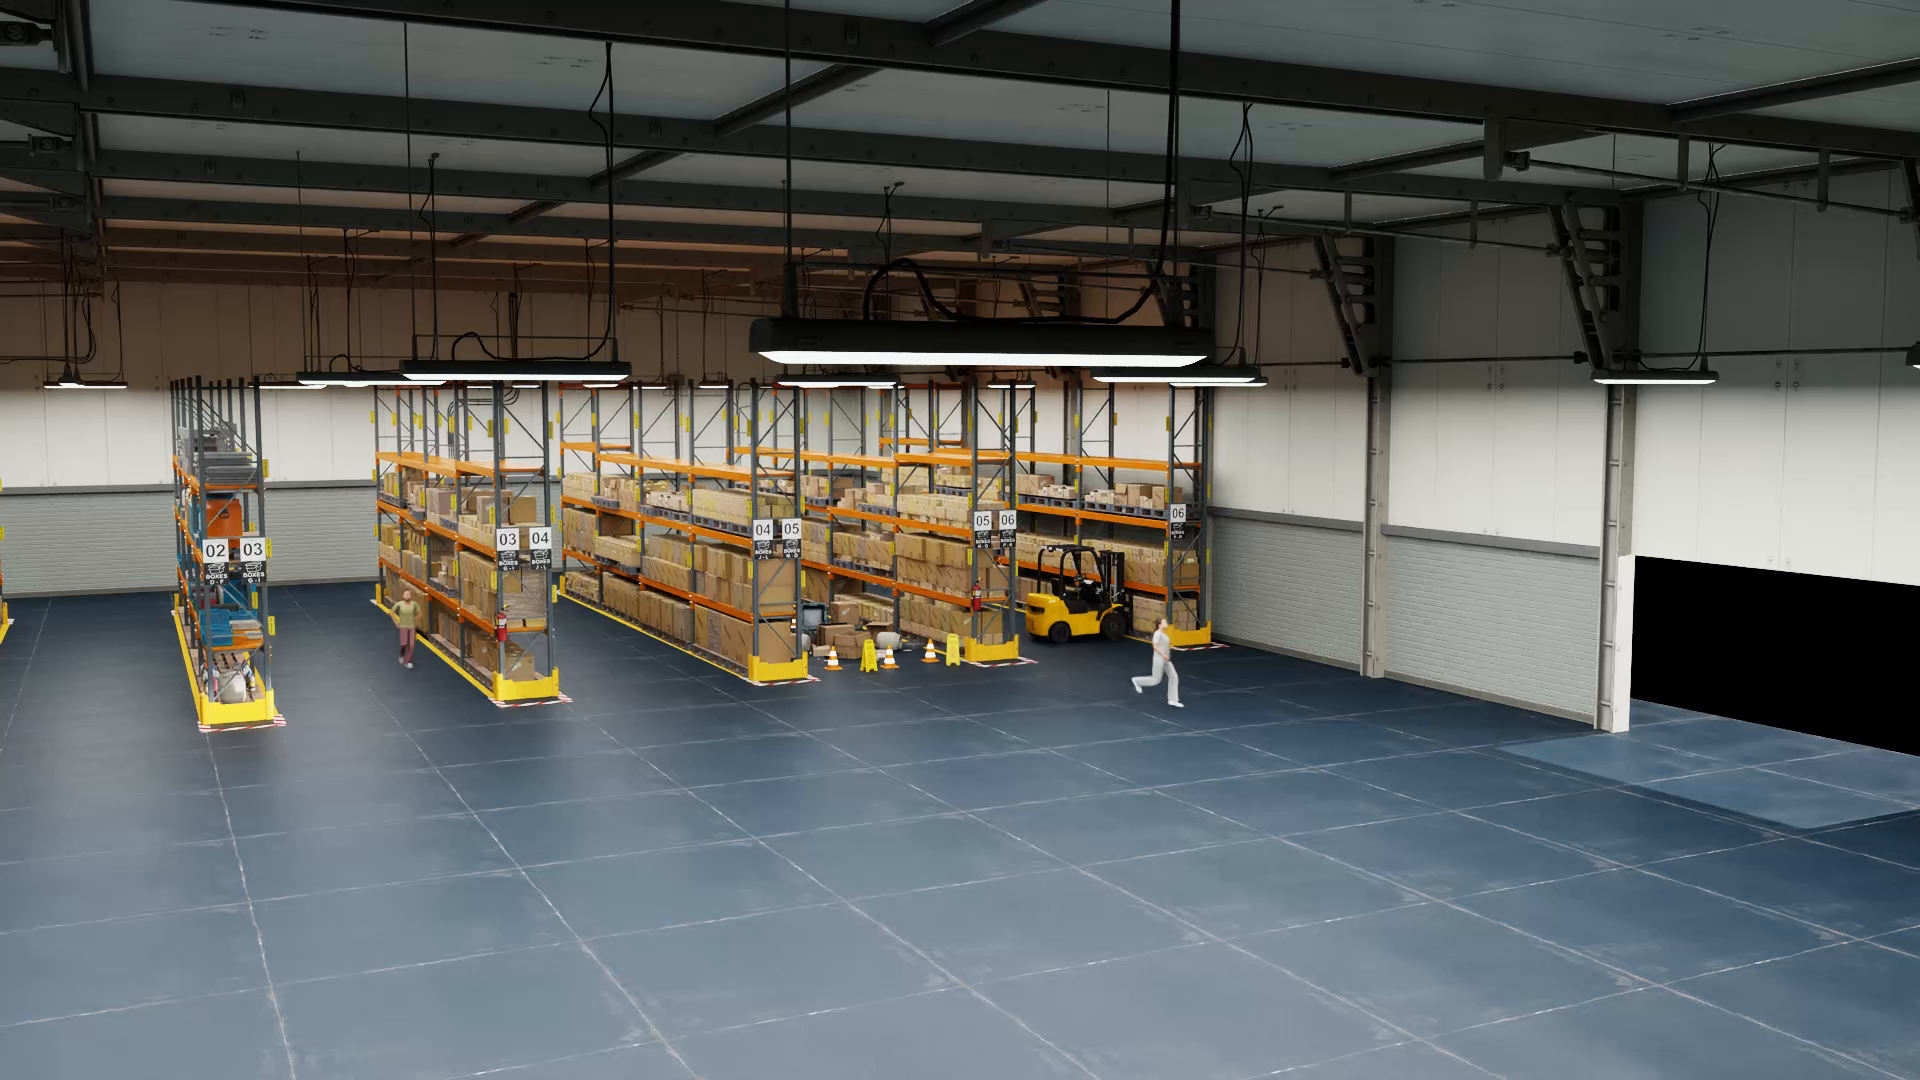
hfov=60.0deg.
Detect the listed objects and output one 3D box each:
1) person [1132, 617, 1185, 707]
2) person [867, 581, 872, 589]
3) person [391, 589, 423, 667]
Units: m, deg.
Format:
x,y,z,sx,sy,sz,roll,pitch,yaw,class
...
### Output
x,y,z,sx,sy,sz,roll,pitch,yaw,class
3.645,2.223,30.454,0.994,1.652,0.548,3,6,30,person
-2.713,0.446,46.210,0.736,1.813,0.842,-3,6,-29,person
-11.459,1.846,34.508,0.624,1.619,0.514,-2,6,-26,person
